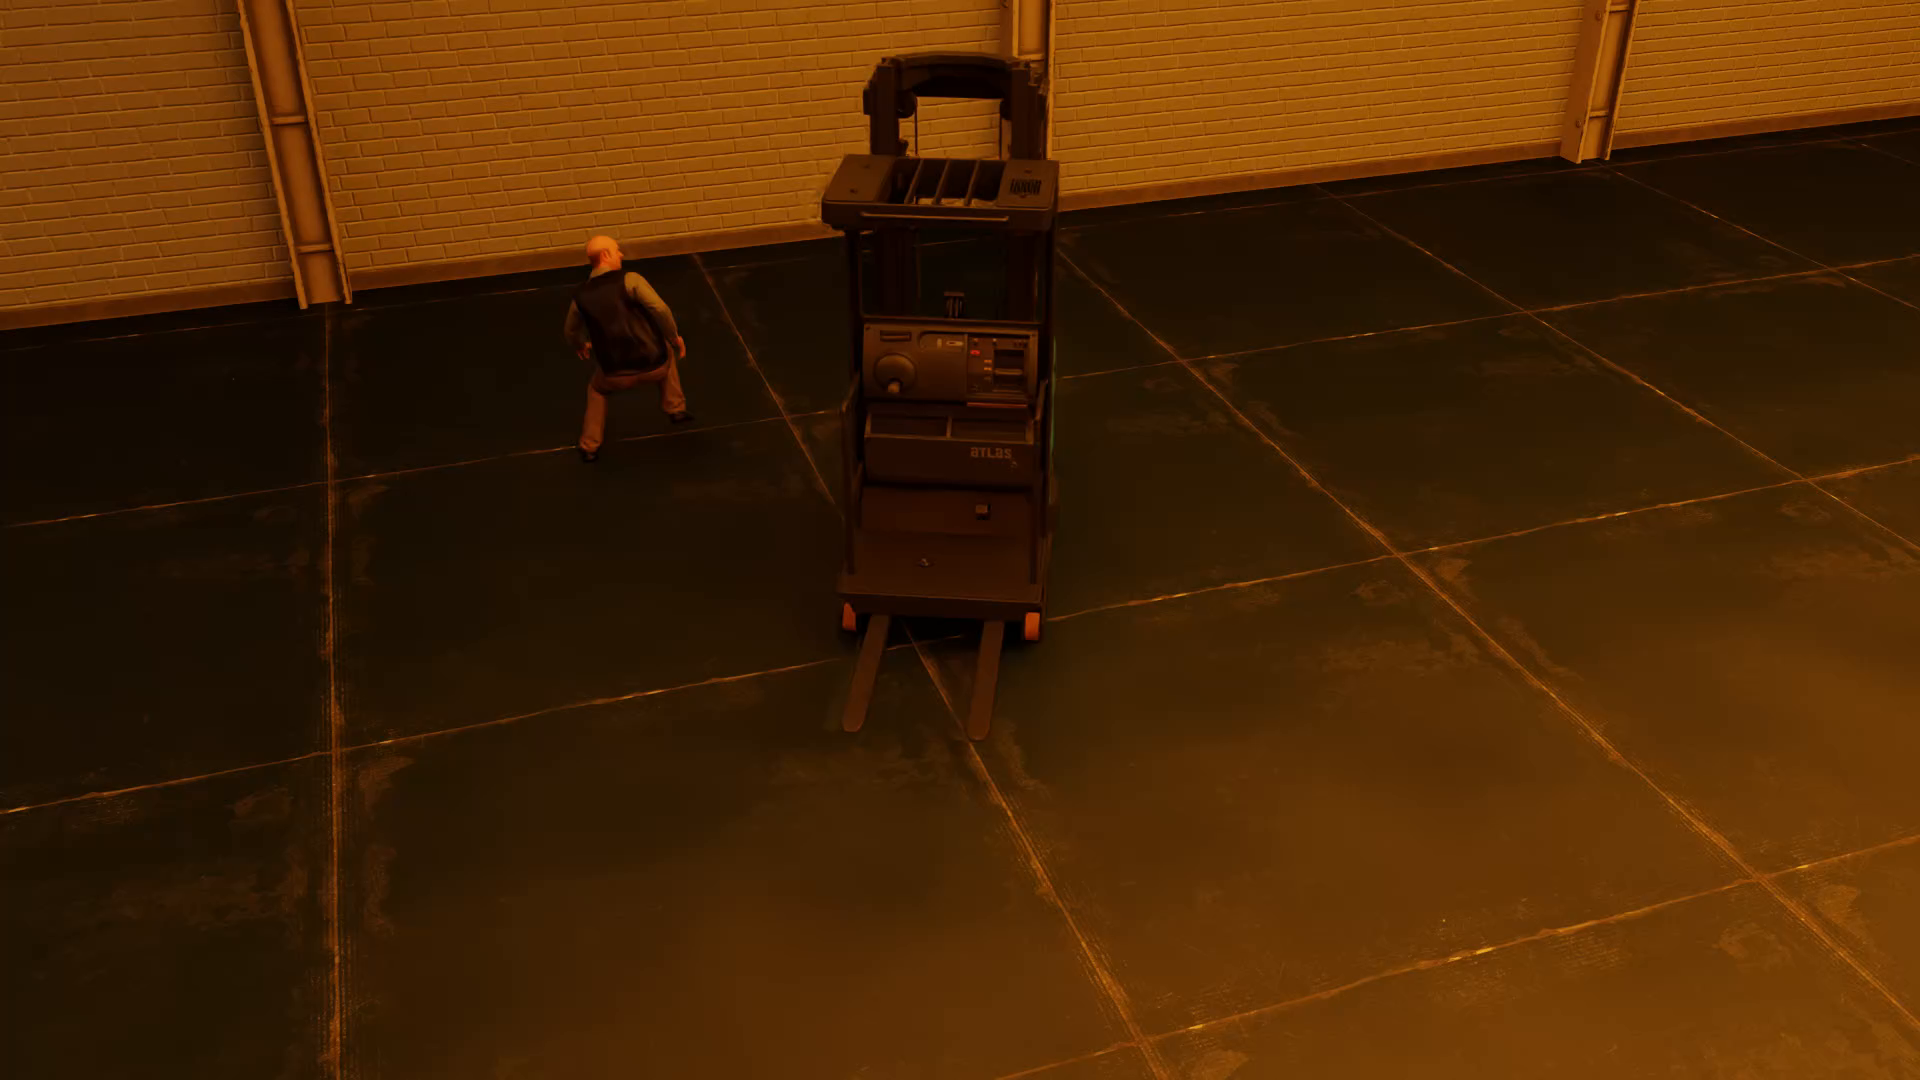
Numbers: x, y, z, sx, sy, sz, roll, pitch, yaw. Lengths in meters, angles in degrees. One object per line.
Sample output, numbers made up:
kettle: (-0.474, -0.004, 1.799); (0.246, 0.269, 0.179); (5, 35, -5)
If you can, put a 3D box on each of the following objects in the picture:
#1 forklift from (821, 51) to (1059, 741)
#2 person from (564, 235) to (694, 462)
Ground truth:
forklift: (-0.072, -0.893, 8.639); (1.130, 2.935, 3.031); (3, 30, 5)
person: (-2.158, -1.234, 10.744); (0.775, 1.496, 0.667); (-3, 30, -5)
